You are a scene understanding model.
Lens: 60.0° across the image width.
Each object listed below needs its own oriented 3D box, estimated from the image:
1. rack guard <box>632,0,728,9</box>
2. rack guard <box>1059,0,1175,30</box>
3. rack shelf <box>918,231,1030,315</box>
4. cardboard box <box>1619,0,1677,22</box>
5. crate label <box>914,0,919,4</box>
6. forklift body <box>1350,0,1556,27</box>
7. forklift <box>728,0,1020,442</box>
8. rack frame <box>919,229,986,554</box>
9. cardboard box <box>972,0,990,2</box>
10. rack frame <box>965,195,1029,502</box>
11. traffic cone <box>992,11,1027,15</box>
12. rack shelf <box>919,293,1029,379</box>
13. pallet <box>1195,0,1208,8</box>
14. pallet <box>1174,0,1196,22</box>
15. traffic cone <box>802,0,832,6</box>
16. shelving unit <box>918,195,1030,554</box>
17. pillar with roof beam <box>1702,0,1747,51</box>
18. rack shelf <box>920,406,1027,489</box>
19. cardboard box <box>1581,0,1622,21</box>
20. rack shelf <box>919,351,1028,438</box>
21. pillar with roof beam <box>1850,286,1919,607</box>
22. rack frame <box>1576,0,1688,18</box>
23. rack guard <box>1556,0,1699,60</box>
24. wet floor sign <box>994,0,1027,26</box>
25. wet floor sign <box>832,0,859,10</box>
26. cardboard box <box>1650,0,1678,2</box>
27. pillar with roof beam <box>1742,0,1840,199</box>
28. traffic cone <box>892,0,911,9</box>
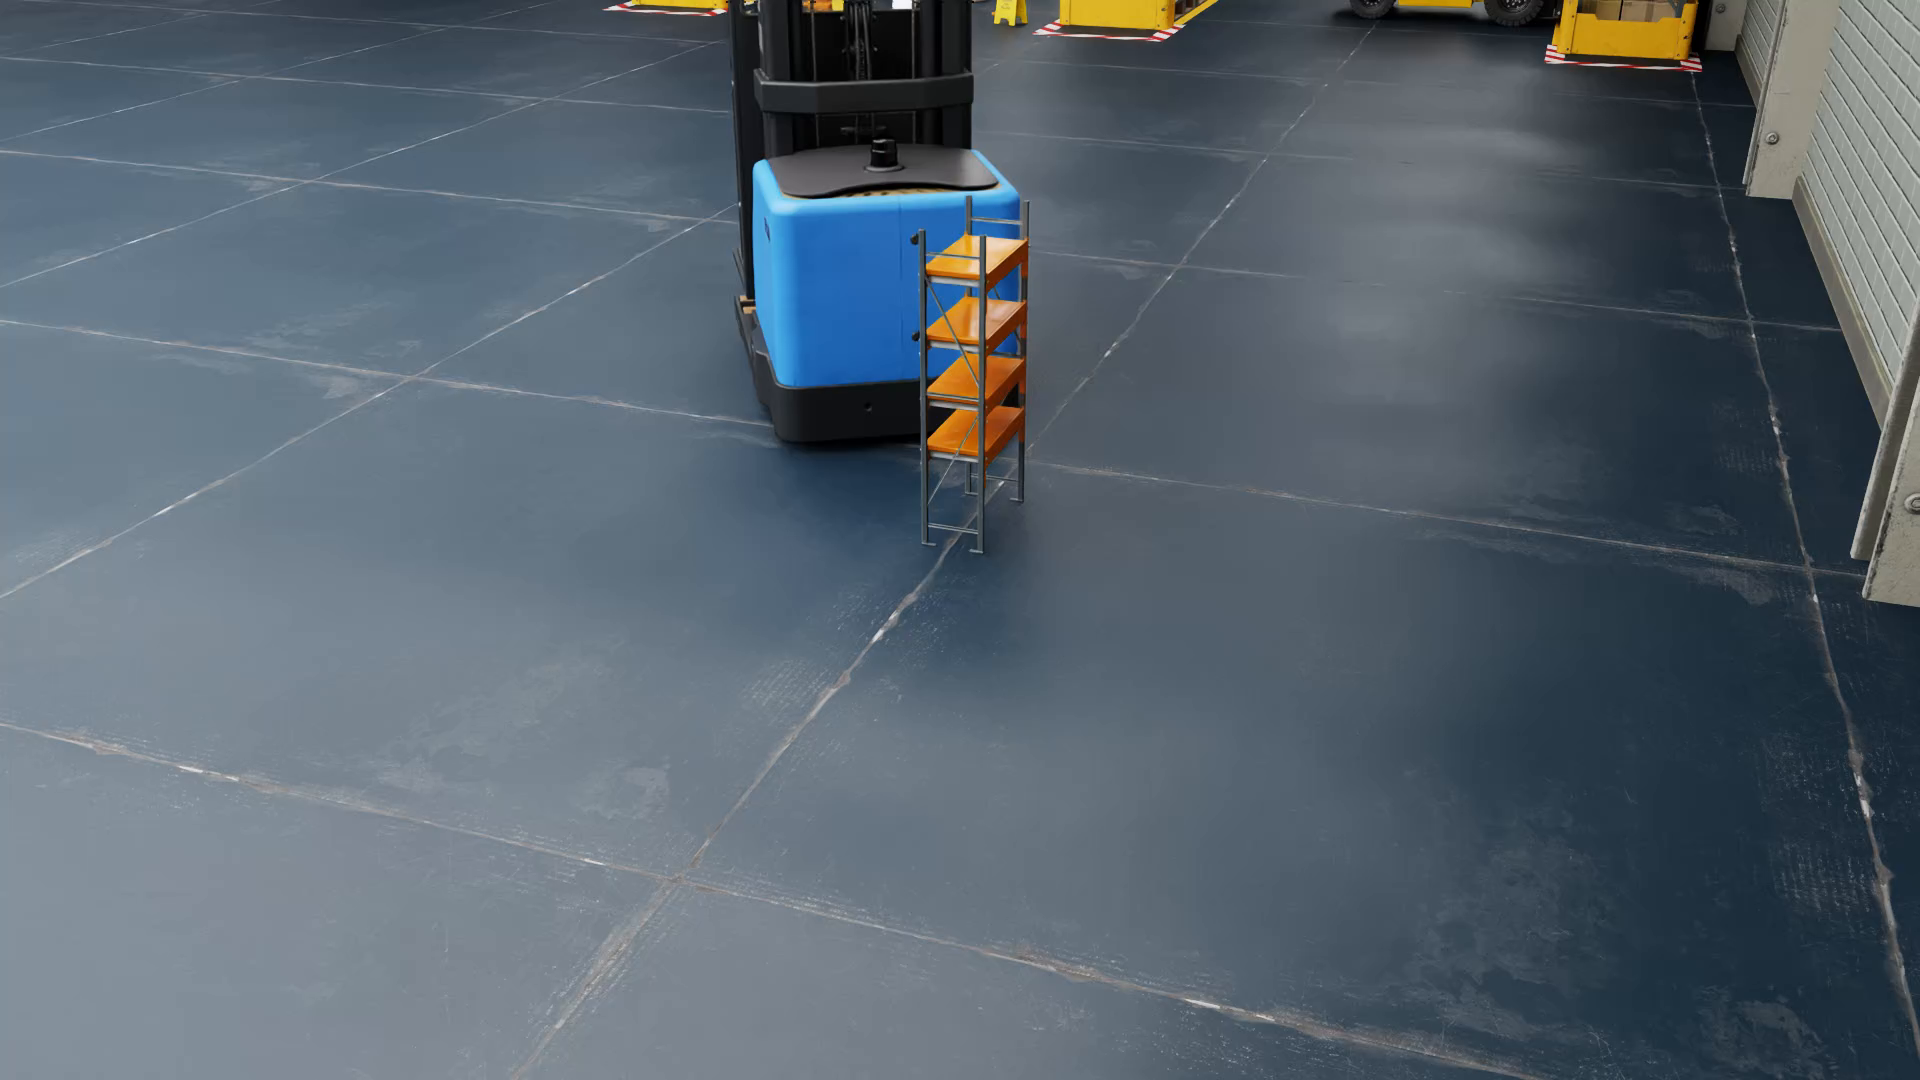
[{"bbox_3d":[-3.103,-6.238,18.560,1.175,0.500,0.348,9,27,17],"label":"rack guard"},{"bbox_3d":[1.632,-5.603,17.248,1.175,0.500,0.348,9,27,17],"label":"rack guard"},{"bbox_3d":[0.055,-0.962,5.958,0.258,0.148,0.480,9,27,17],"label":"rack shelf"},{"bbox_3d":[6.636,-5.103,16.021,0.500,0.250,0.500,9,27,18],"label":"cardboard box"},{"bbox_3d":[-0.424,-6.125,18.744,0.250,0.136,0.298,-5,26,-9],"label":"crate label"},{"bbox_3d":[5.199,-6.640,17.496,2.313,2.155,1.214,9,27,17],"label":"forklift body"},{"bbox_3d":[-0.540,-2.345,7.729,1.130,2.935,3.031,-5,26,-10],"label":"forklift"},{"bbox_3d":[-0.026,-0.508,5.922,0.240,1.200,0.015,9,27,17],"label":"rack frame"},{"bbox_3d":[0.137,-6.245,18.977,0.250,0.149,0.380,-20,33,-36],"label":"cardboard box"},{"bbox_3d":[0.136,-0.708,6.336,0.240,1.200,0.015,9,27,17],"label":"rack frame"},{"bbox_3d":[0.533,-5.919,17.943,0.336,0.463,0.334,9,27,17],"label":"traffic cone"},{"bbox_3d":[0.055,-0.749,6.061,0.258,0.148,0.480,9,27,17],"label":"rack shelf"},{"bbox_3d":[2.343,-6.301,19.022,1.003,0.211,1.213,9,27,17],"label":"pallet"},{"bbox_3d":[1.935,-5.801,17.990,1.003,0.211,1.213,9,27,17],"label":"pallet"},{"bbox_3d":[-1.579,-6.243,18.614,0.336,0.463,0.334,9,27,17],"label":"traffic cone"},{"bbox_3d":[0.055,-0.608,6.129,0.258,1.200,0.503,9,27,17],"label":"shelving unit"},{"bbox_3d":[3.310,-9.458,15.458,9.100,9.000,0.400,9,27,17],"label":"pillar with roof beam"},{"bbox_3d":[0.055,-0.369,6.245,0.258,0.148,0.480,9,27,17],"label":"rack shelf"},{"bbox_3d":[6.147,-5.169,16.156,0.500,0.250,0.500,9,27,18],"label":"cardboard box"},{"bbox_3d":[0.055,-0.548,6.158,0.258,0.148,0.480,9,27,17],"label":"rack shelf"},{"bbox_3d":[-0.683,-4.527,5.273,9.100,9.000,0.400,9,27,17],"label":"pillar with roof beam"},{"bbox_3d":[6.288,-5.978,15.155,1.000,3.000,0.127,9,27,17],"label":"rack frame"},{"bbox_3d":[6.280,-4.843,15.680,1.175,0.500,0.348,9,27,17],"label":"rack guard"},{"bbox_3d":[0.534,-5.714,17.311,0.267,0.644,0.232,20,32,35],"label":"wet floor sign"},{"bbox_3d":[-1.238,-6.014,17.931,0.267,0.644,0.232,4,26,8],"label":"wet floor sign"},{"bbox_3d":[6.641,-5.318,15.891,0.500,0.250,0.500,9,27,18],"label":"cardboard box"},{"bbox_3d":[1.314,-6.992,10.366,9.100,9.000,0.400,9,27,17],"label":"pillar with roof beam"},{"bbox_3d":[-0.627,-5.940,17.987,0.336,0.463,0.334,9,27,17],"label":"traffic cone"}]
